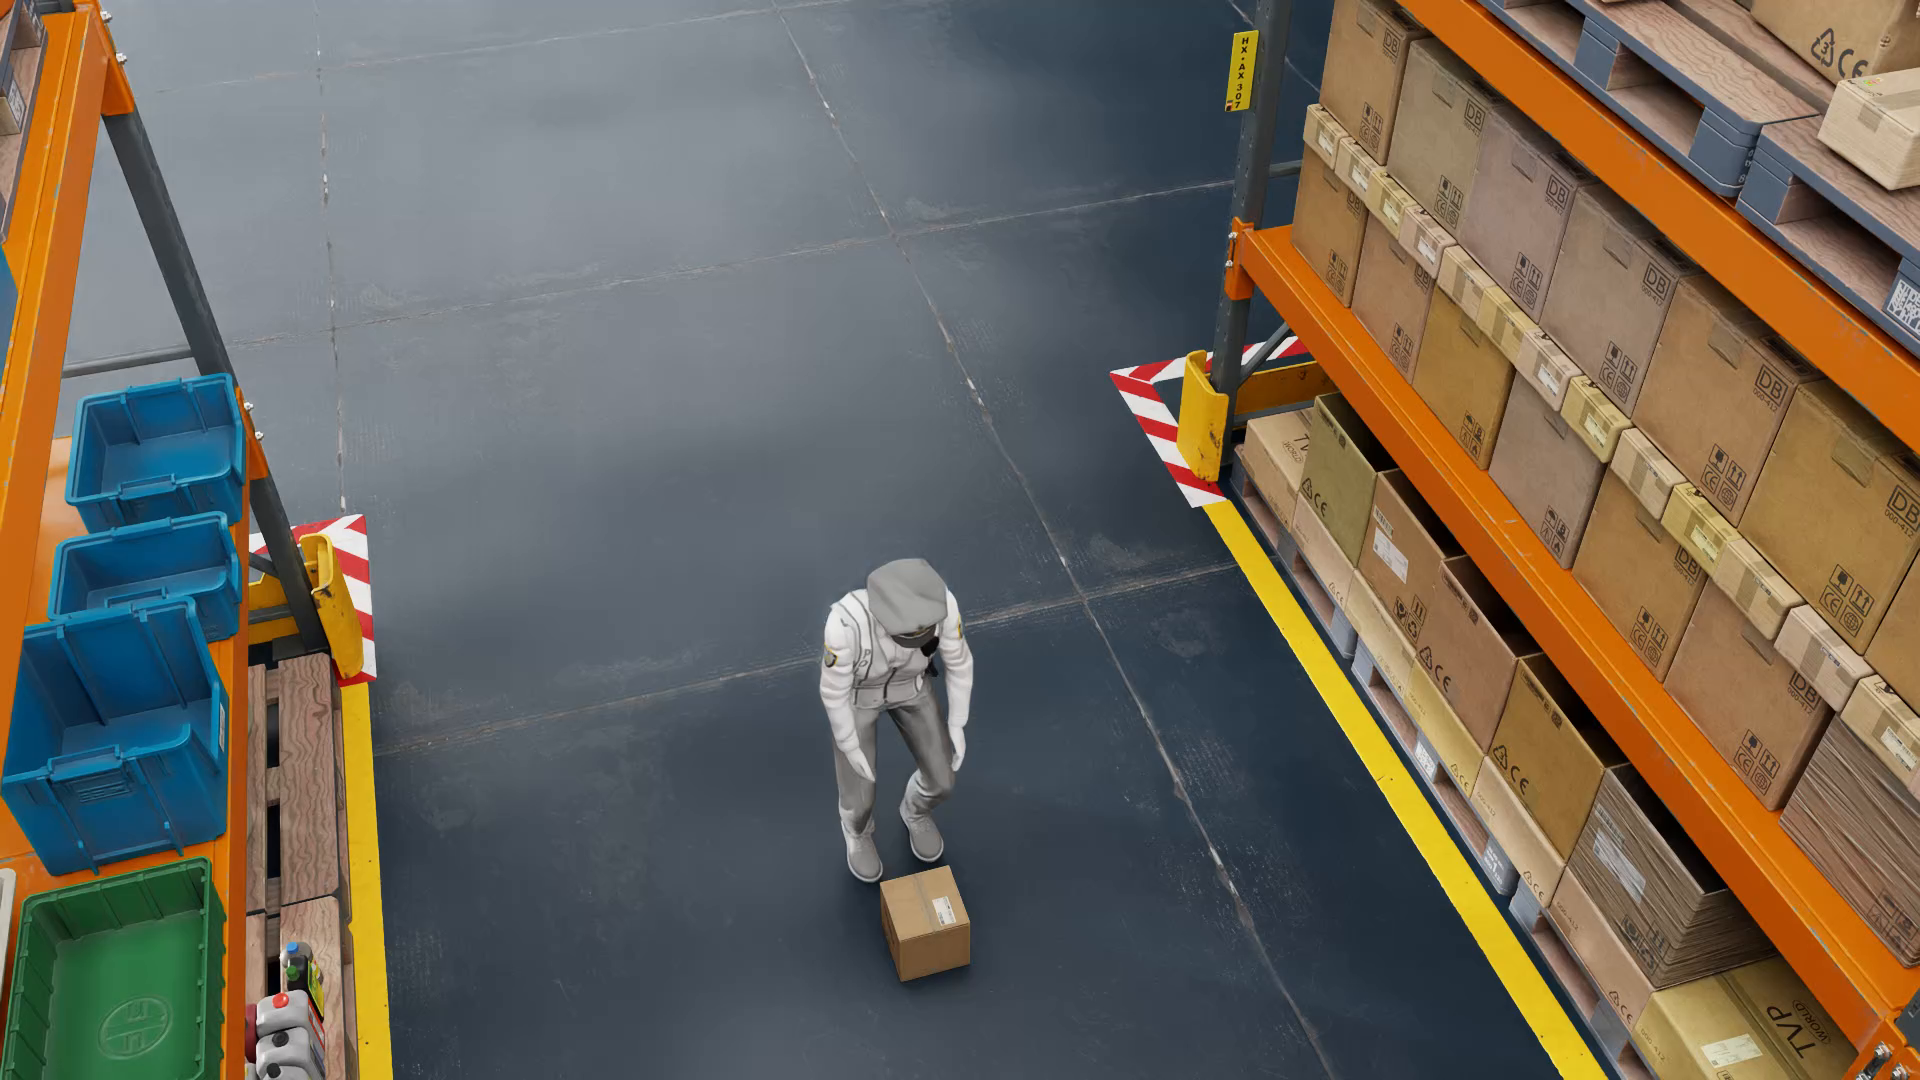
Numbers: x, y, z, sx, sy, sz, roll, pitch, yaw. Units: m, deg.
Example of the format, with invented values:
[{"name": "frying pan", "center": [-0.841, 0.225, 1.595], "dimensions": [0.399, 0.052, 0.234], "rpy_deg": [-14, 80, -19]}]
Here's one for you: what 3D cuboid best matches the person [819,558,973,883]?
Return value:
[{"name": "person", "center": [-0.212, 0.579, 5.643], "dimensions": [0.526, 1.522, 0.591], "rpy_deg": [-11, 44, -12]}]
